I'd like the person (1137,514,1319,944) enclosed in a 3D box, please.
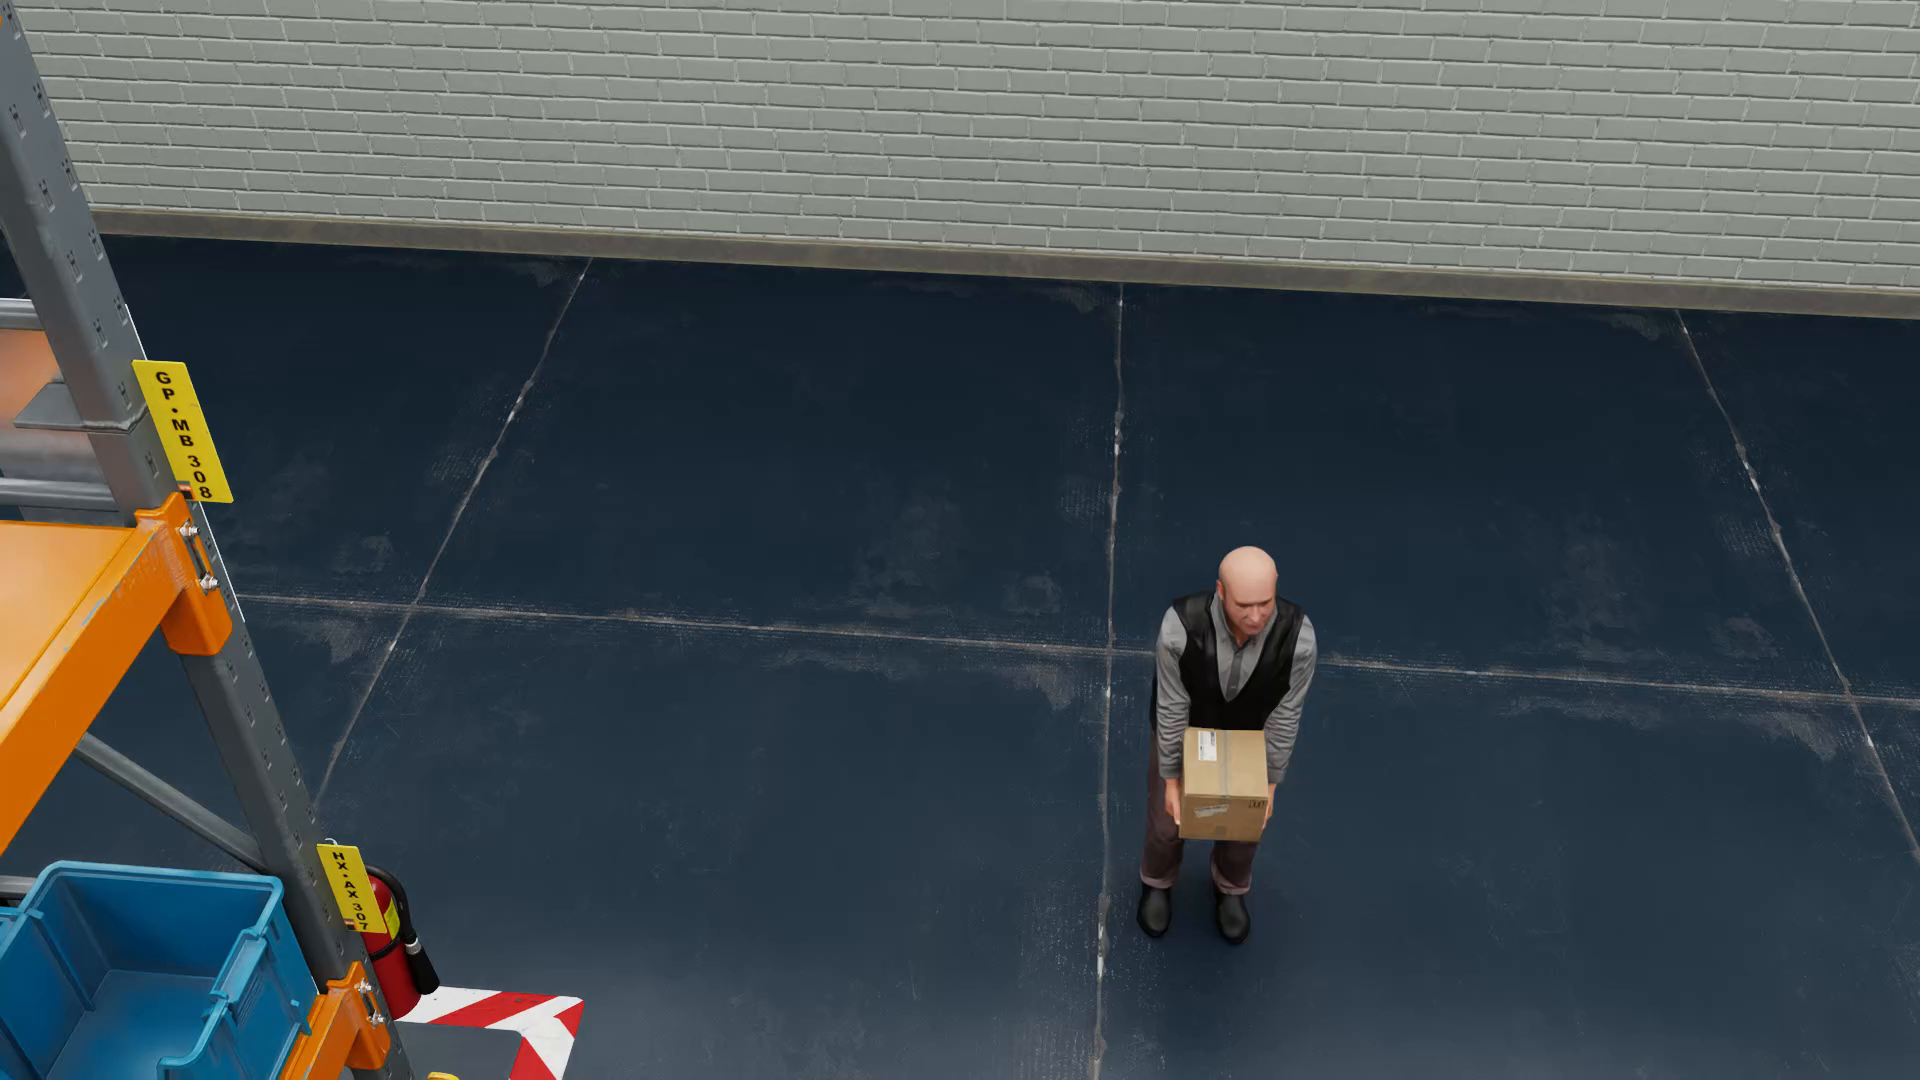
[{"bbox_3d":[0.845,0.694,5.348,0.494,1.716,0.554,4,40,4],"label":"person"}]
